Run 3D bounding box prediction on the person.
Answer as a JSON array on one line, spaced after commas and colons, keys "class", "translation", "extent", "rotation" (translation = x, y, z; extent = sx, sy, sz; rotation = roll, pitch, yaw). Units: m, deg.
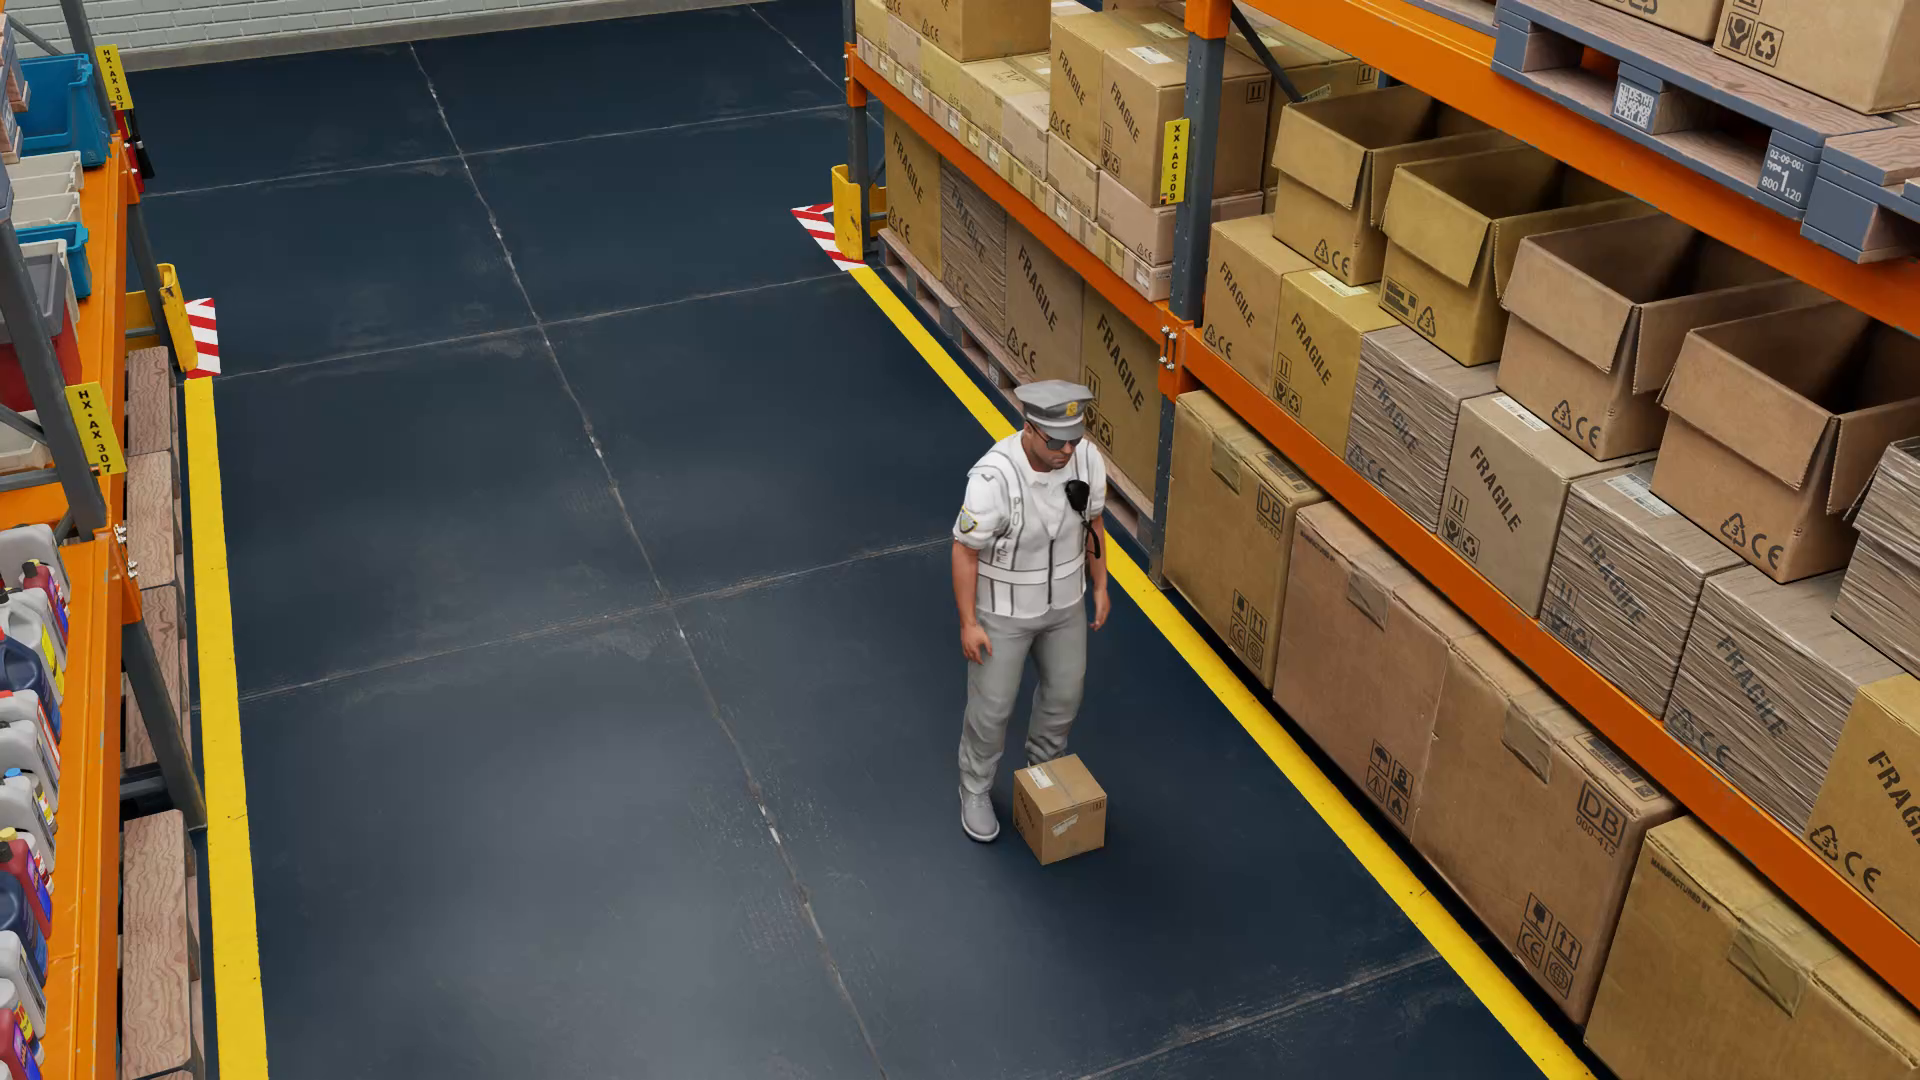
[{"class": "person", "translation": [0.237, 0.212, 5.810], "extent": [0.598, 1.748, 0.432], "rotation": [-14, 36, -21]}]
